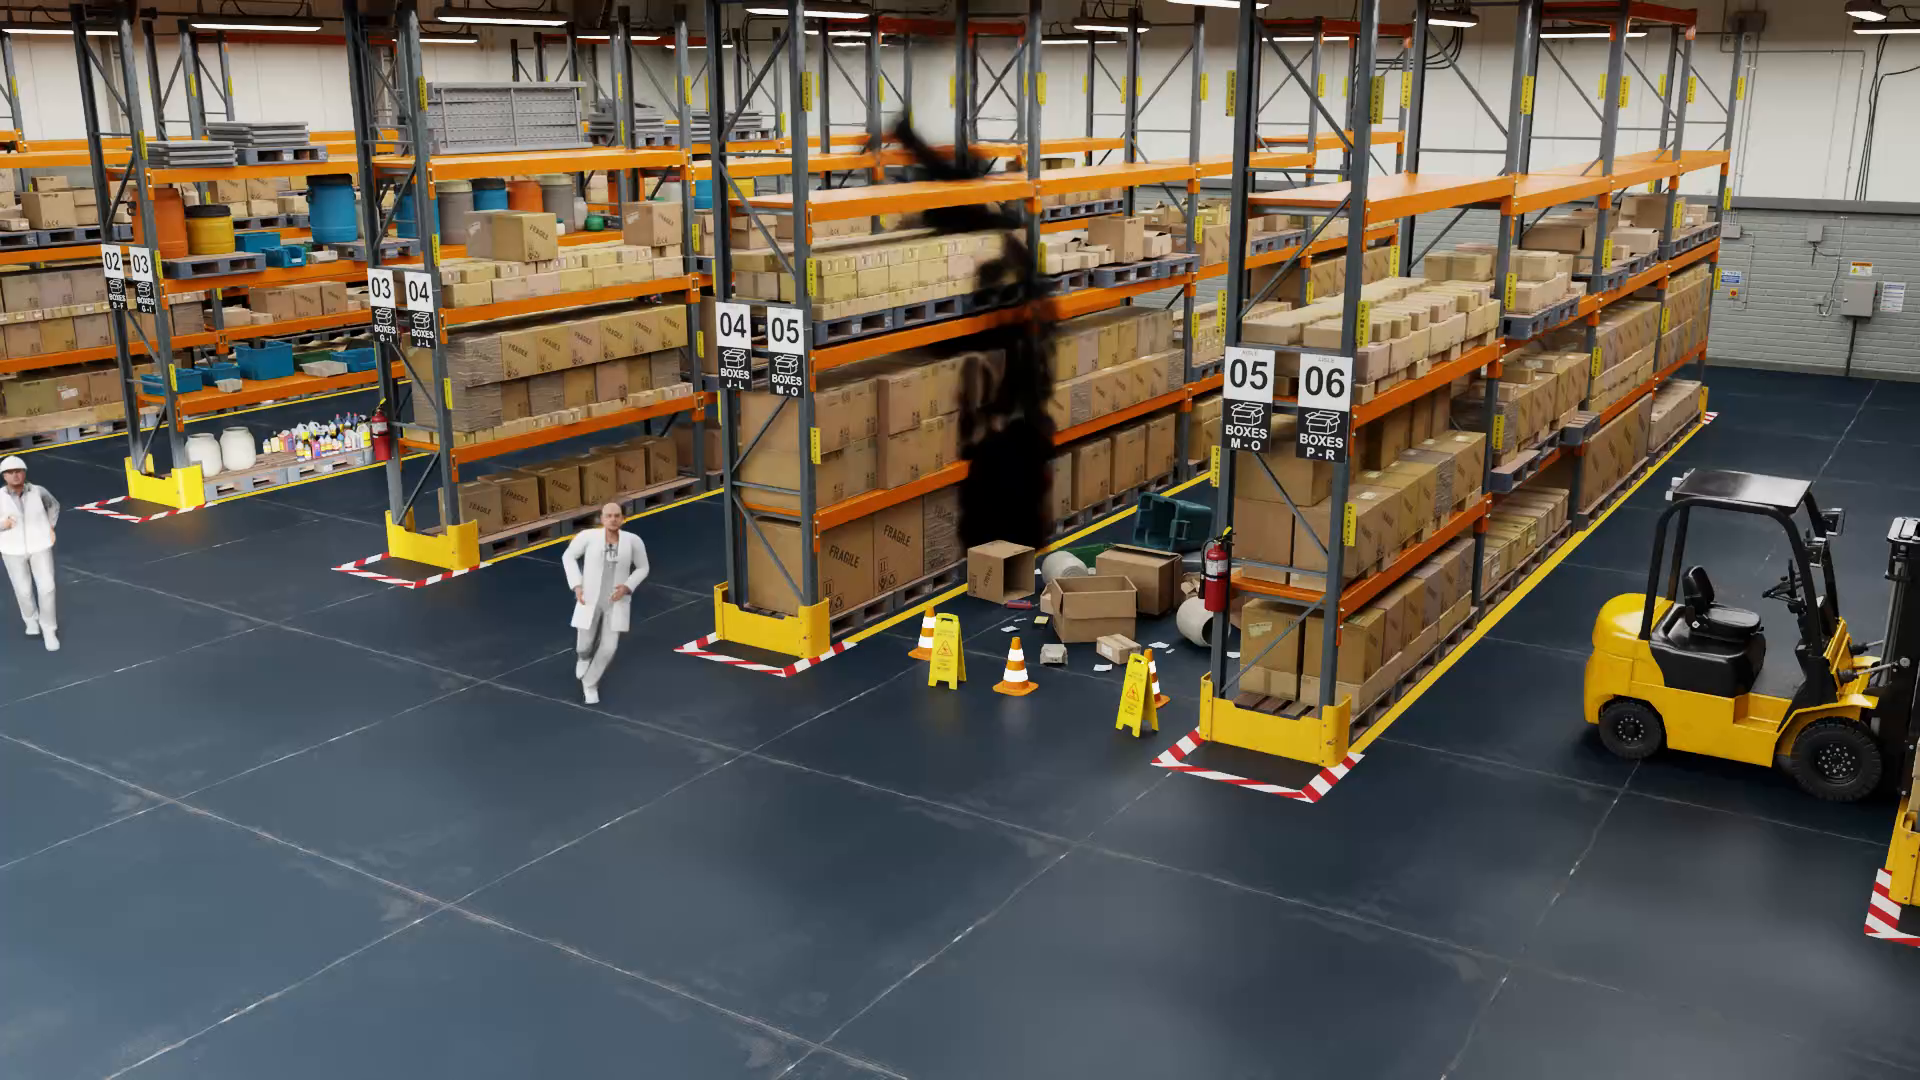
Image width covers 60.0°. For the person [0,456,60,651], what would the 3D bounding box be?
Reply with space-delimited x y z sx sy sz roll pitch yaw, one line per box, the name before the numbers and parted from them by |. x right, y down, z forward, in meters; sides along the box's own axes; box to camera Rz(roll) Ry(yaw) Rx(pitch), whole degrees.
person | -8.688 0.118 15.496 0.640 1.831 0.729 -9 18 -28

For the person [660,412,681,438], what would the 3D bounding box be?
person | -4.329 -2.265 24.305 0.589 1.647 0.590 7 17 22

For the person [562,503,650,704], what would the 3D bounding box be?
person | -3.018 0.542 14.283 0.723 1.617 0.634 -4 16 -15
